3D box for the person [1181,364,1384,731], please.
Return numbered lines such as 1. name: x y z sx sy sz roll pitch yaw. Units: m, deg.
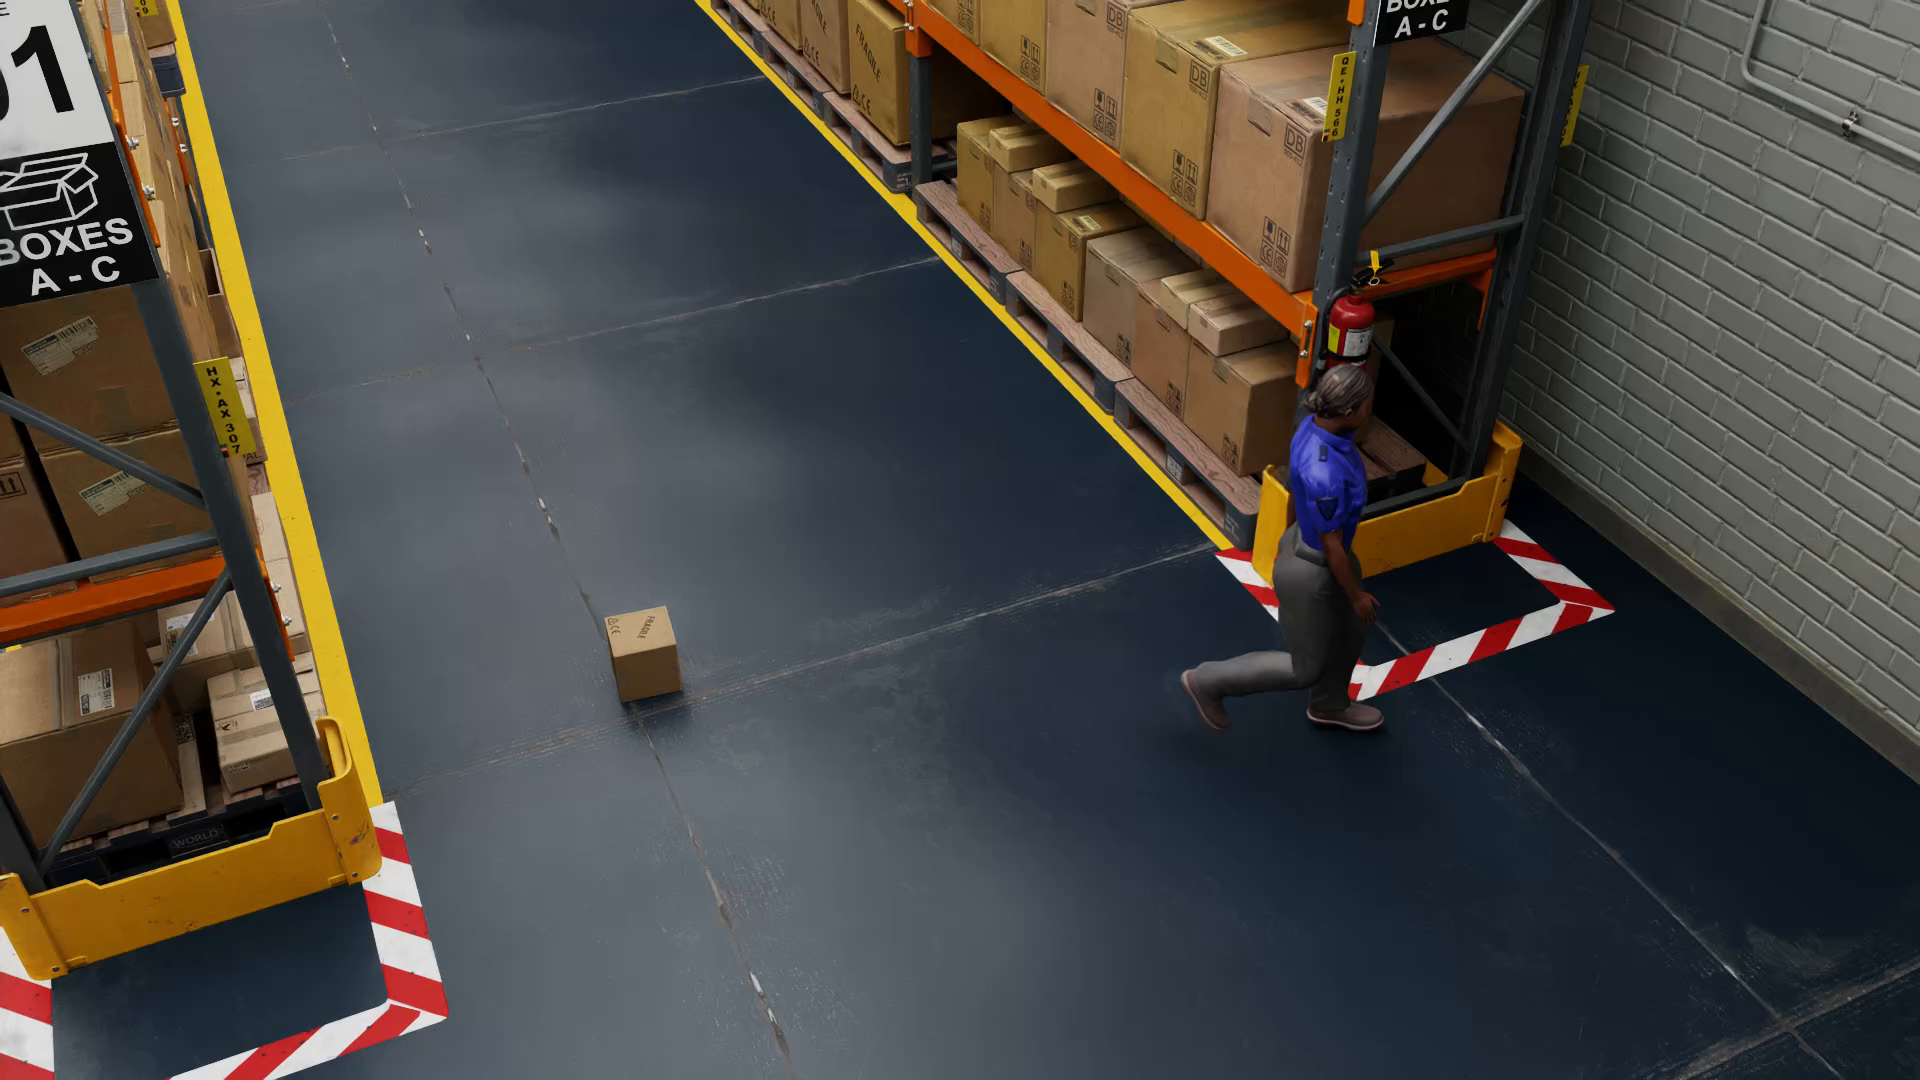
1. person: 1.254 0.076 6.031 0.783 1.618 0.447 9 38 12
